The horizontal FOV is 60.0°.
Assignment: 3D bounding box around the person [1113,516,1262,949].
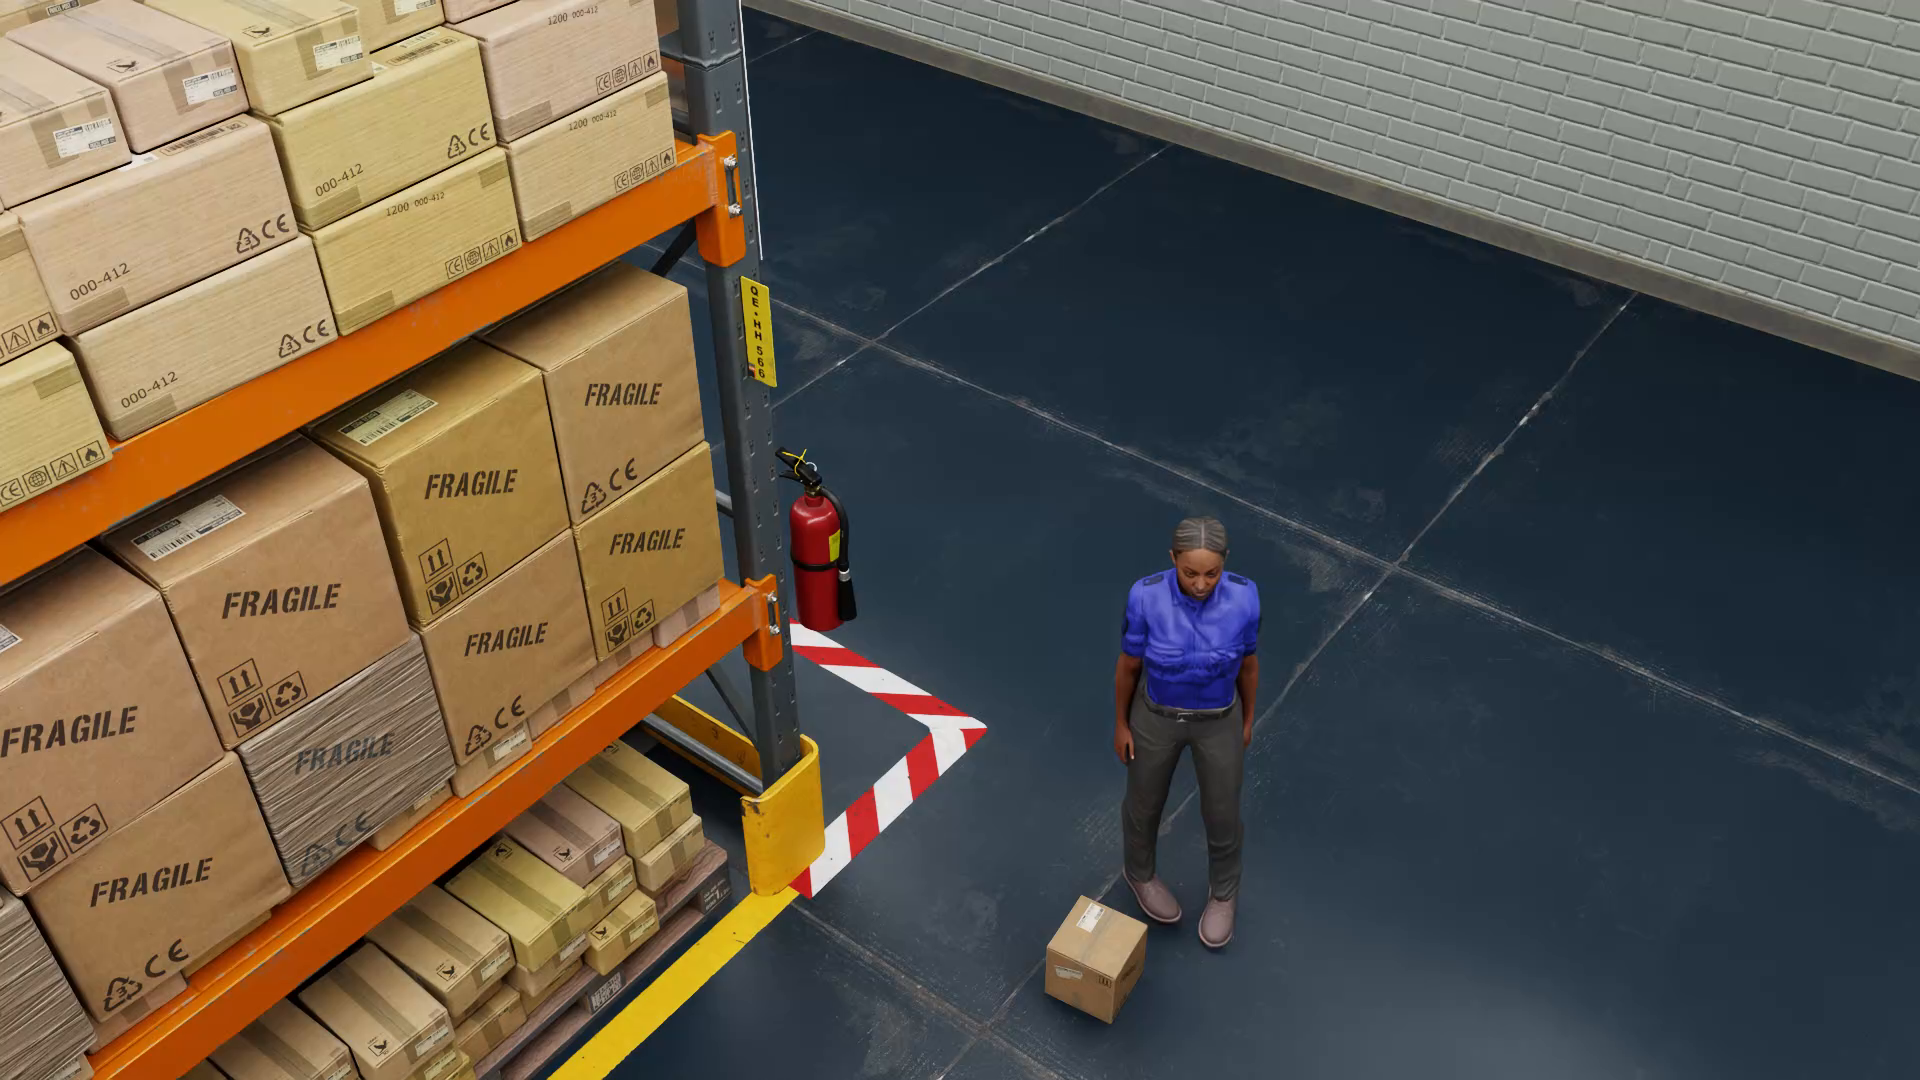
[{"bbox_3d":[0.740,0.632,5.367,0.495,1.673,0.415,2,39,3],"label":"person"}]
